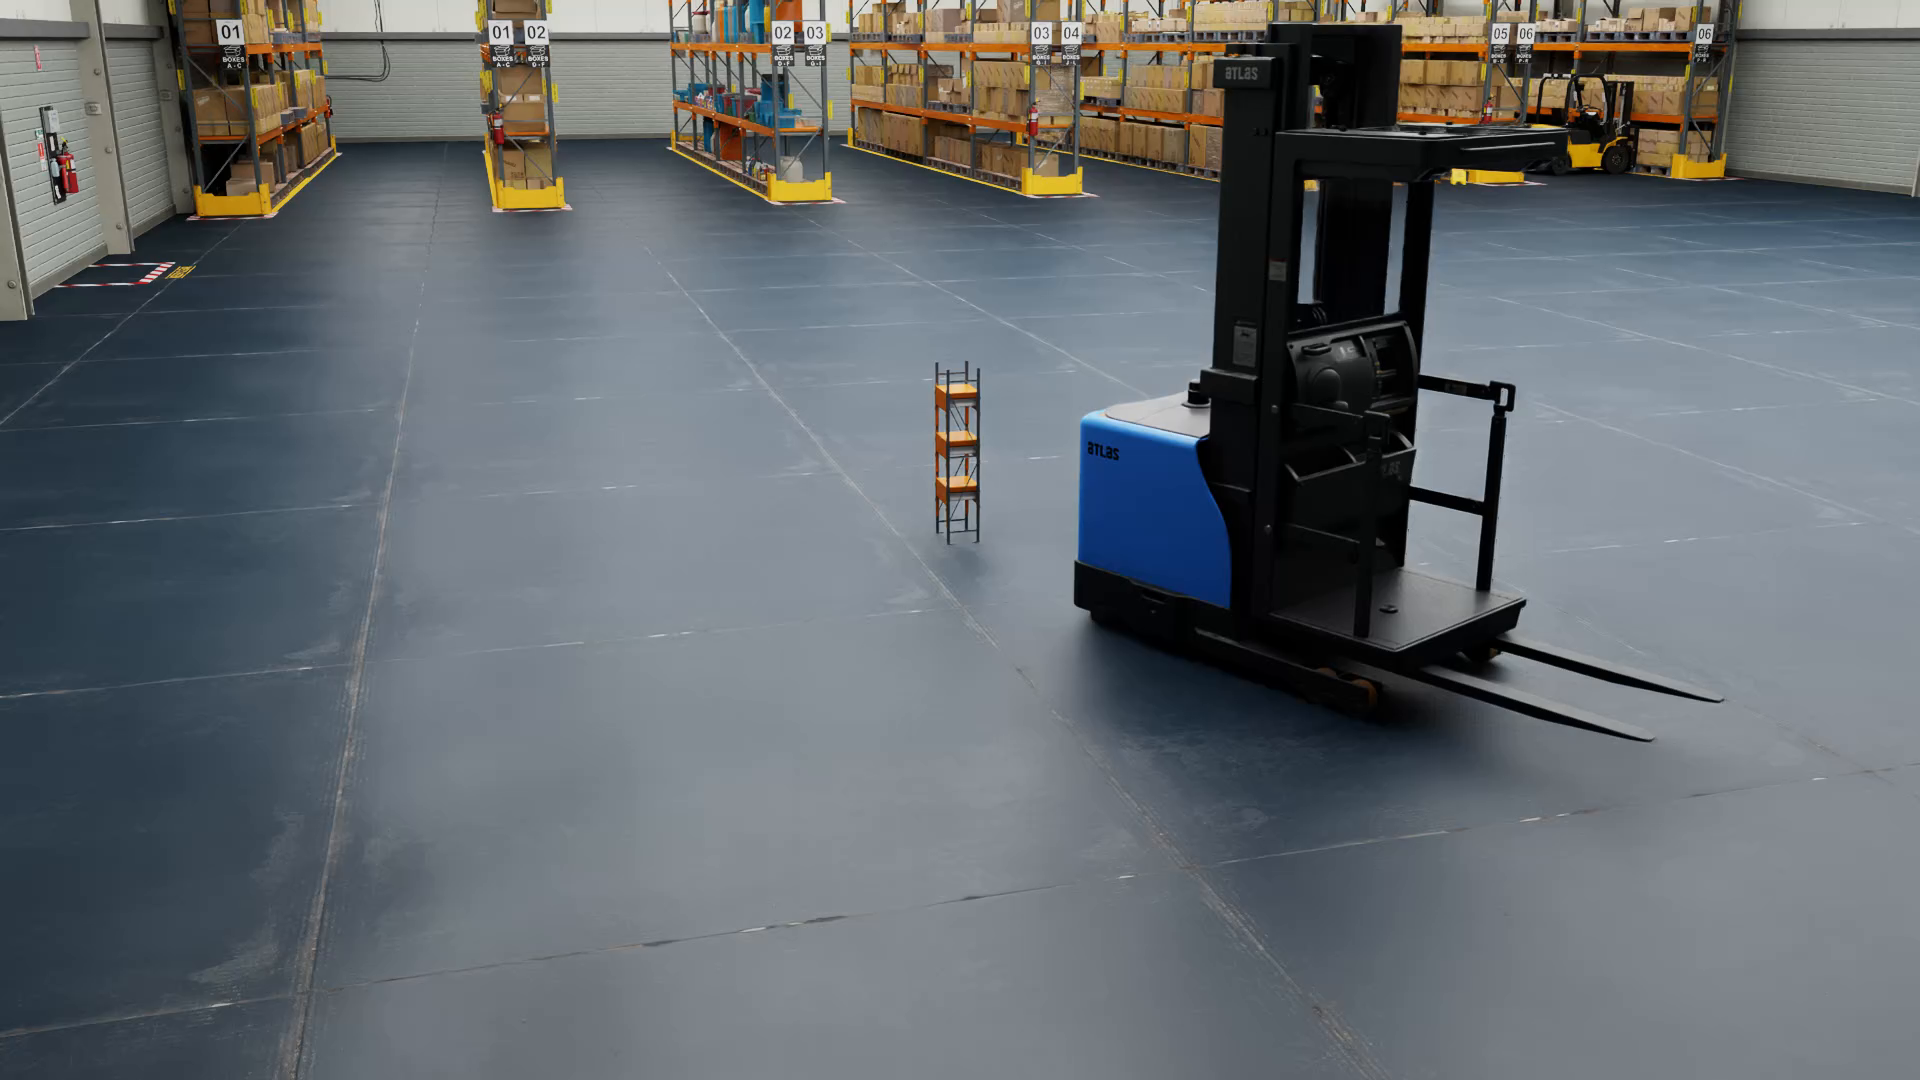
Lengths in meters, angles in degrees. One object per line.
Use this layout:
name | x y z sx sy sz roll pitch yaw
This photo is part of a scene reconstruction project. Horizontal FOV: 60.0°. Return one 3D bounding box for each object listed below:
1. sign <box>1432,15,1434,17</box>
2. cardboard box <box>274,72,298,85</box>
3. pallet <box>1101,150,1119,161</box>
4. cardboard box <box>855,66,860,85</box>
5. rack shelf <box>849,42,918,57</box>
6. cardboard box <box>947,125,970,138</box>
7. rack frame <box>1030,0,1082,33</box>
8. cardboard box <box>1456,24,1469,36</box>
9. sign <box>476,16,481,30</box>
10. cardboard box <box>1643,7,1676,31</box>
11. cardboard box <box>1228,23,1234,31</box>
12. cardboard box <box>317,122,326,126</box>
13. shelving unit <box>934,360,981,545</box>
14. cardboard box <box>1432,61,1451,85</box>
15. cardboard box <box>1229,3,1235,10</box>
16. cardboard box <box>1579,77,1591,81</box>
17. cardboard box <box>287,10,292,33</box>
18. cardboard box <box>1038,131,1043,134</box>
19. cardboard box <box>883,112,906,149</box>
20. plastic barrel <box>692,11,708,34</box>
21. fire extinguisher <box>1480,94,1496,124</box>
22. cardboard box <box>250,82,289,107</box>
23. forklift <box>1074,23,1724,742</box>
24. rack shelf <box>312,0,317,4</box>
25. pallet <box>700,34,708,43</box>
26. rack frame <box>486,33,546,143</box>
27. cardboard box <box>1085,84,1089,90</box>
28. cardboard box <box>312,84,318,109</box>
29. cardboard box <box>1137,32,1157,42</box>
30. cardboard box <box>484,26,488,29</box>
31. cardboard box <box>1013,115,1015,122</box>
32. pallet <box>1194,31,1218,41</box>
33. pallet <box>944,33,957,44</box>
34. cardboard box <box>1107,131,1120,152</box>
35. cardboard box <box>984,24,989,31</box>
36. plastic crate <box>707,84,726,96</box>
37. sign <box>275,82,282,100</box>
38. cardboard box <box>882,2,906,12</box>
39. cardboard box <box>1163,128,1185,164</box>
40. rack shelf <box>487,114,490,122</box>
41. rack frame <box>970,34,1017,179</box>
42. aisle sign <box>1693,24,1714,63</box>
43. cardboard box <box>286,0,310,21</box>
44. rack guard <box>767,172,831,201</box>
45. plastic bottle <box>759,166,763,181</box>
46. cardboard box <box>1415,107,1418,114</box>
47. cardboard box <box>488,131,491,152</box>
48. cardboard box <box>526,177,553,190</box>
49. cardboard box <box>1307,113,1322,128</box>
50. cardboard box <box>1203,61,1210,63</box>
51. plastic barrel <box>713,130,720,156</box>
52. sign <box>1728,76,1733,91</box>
sign | 10.766 -11.822 37.981 0.100 0.325 0.005 -5 17 -15
cardboard box | -14.554 -9.954 35.846 0.500 0.250 0.500 -4 17 -14
pallet | 4.202 -9.661 41.746 1.003 0.211 1.213 -5 17 -15
cardboard box | -2.570 -12.766 45.676 0.500 0.500 0.500 -5 17 -17
rack shelf | -2.030 -13.167 44.609 1.077 0.370 4.000 -5 17 -15
cardboard box | -0.013 -9.459 38.506 0.500 0.250 0.500 -3 17 -9
rack frame | 1.817 -11.076 31.182 1.000 3.000 0.127 -5 17 -15
cardboard box | 10.822 -10.754 35.068 0.500 0.250 0.500 -5 17 -16
sign | -11.526 -12.379 39.836 0.100 0.325 0.005 -5 17 -15
cardboard box | 15.576 -11.508 36.756 0.700 0.500 0.500 -5 17 -15
cardboard box | 5.778 -10.619 34.409 0.380 0.149 0.250 -4 17 -15
cardboard box | -16.368 -10.561 42.385 0.380 0.149 0.250 -5 17 -16
shelving unit | -0.015 -0.518 9.850 0.215 1.050 0.252 -5 17 -15
cardboard box | 10.625 -10.053 35.776 0.700 0.500 0.500 -5 17 -16
cardboard box | 5.776 -11.002 34.298 0.380 0.149 0.250 -5 17 -15
cardboard box | 14.821 -10.875 39.125 0.380 0.149 0.250 -4 17 -14
cardboard box | -15.417 -11.641 37.340 0.700 0.500 0.500 -5 17 -16
cardboard box | 2.418 -11.519 46.795 0.380 0.149 0.250 -6 18 -18
cardboard box | -1.285 -10.530 42.757 1.225 0.875 0.875 -5 17 -15
plastic barrel | -6.339 -12.668 40.730 0.433 0.535 0.433 0 17 0
fire extinguisher | 10.934 -8.881 34.438 0.296 0.674 0.183 -5 17 -15
cardboard box | -14.530 -9.370 34.993 0.700 0.500 0.500 -7 18 -22
forklift | 1.947 -0.786 7.475 1.130 2.935 3.031 -15 22 -40
rack shelf | -16.318 -13.237 40.324 1.077 0.370 4.000 -5 17 -15
pallet | -5.619 -11.954 39.648 1.003 0.211 1.213 -5 17 -15
rack frame | -8.808 -8.527 33.125 1.000 3.000 0.127 -5 17 -15
cardboard box | 3.414 -11.532 42.317 0.380 0.149 0.250 -5 17 -16
cardboard box | -15.902 -10.642 39.645 0.980 0.700 0.700 -4 17 -14
cardboard box | 4.515 -12.443 40.775 0.500 0.500 0.500 -5 17 -15
cardboard box | -8.774 -9.879 31.595 0.500 0.311 0.500 -6 18 -18
cardboard box | 1.272 -8.422 33.212 0.380 0.149 0.250 -5 17 -15
pallet | 5.730 -10.840 35.766 1.003 0.211 1.213 -5 17 -15
pallet | 0.363 -11.122 36.875 1.213 0.211 1.003 -5 17 -15
cardboard box | 3.983 -9.945 41.461 0.500 0.500 0.500 -5 17 -16
cardboard box | 0.704 -10.605 34.397 0.380 0.149 0.250 -5 17 -15
plastic crate | -6.247 -11.457 42.662 0.402 0.464 0.583 -5 17 -15
sign | -13.050 -8.594 31.843 0.100 0.325 0.005 -5 17 -15
cardboard box | -1.733 -13.875 43.335 0.500 0.250 0.500 -6 18 -19
cardboard box | 5.258 -8.962 37.752 1.050 0.750 0.750 -5 17 -16
rack shelf | -10.457 -9.842 38.754 1.077 0.370 4.000 -5 17 -15
rack frame | 0.718 -9.309 35.729 1.000 3.000 0.127 -5 17 -15
aisle sign | 15.853 -10.583 35.452 0.394 0.787 0.004 -5 17 -15
cardboard box | -15.694 -12.539 39.322 0.500 0.500 0.500 -5 17 -16
rack guard | -3.011 -6.631 31.159 1.175 0.500 0.348 -5 17 -15
plastic bottle | -3.921 -7.225 32.748 0.061 0.283 0.133 -4 17 -14
cardboard box | 10.384 -9.581 37.069 0.380 0.149 0.250 -5 17 -16
cardboard box | -11.436 -9.889 41.238 0.500 0.500 0.500 -5 17 -15
cardboard box | -7.642 -6.471 30.329 0.500 0.250 0.500 -5 17 -15
cardboard box | 9.037 -10.580 42.924 0.875 0.875 0.875 -5 17 -16
cardboard box | 7.242 -13.361 47.307 0.500 0.500 0.500 -5 17 -15
plastic barrel | -5.604 -9.517 39.881 0.600 0.588 0.708 -5 17 -15
sign | 16.653 -9.874 35.968 0.100 0.325 0.005 -5 17 -15
